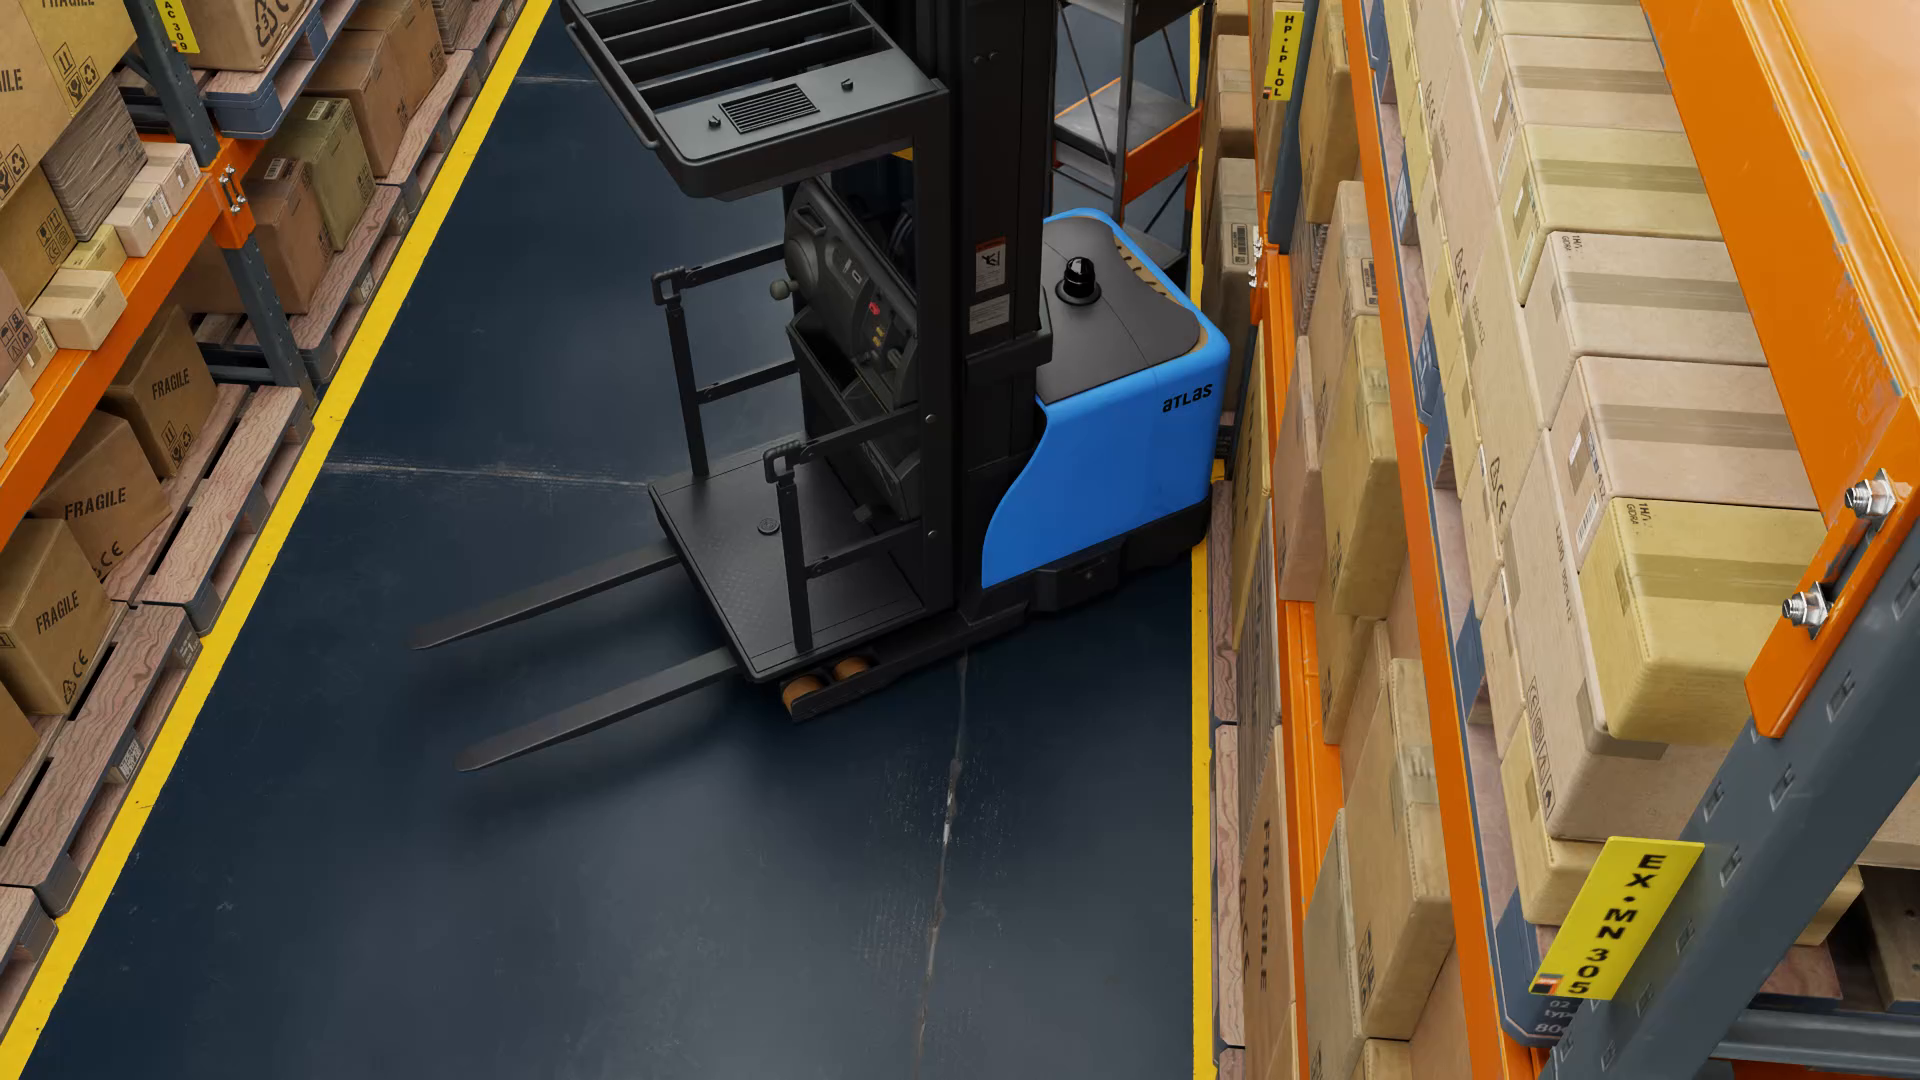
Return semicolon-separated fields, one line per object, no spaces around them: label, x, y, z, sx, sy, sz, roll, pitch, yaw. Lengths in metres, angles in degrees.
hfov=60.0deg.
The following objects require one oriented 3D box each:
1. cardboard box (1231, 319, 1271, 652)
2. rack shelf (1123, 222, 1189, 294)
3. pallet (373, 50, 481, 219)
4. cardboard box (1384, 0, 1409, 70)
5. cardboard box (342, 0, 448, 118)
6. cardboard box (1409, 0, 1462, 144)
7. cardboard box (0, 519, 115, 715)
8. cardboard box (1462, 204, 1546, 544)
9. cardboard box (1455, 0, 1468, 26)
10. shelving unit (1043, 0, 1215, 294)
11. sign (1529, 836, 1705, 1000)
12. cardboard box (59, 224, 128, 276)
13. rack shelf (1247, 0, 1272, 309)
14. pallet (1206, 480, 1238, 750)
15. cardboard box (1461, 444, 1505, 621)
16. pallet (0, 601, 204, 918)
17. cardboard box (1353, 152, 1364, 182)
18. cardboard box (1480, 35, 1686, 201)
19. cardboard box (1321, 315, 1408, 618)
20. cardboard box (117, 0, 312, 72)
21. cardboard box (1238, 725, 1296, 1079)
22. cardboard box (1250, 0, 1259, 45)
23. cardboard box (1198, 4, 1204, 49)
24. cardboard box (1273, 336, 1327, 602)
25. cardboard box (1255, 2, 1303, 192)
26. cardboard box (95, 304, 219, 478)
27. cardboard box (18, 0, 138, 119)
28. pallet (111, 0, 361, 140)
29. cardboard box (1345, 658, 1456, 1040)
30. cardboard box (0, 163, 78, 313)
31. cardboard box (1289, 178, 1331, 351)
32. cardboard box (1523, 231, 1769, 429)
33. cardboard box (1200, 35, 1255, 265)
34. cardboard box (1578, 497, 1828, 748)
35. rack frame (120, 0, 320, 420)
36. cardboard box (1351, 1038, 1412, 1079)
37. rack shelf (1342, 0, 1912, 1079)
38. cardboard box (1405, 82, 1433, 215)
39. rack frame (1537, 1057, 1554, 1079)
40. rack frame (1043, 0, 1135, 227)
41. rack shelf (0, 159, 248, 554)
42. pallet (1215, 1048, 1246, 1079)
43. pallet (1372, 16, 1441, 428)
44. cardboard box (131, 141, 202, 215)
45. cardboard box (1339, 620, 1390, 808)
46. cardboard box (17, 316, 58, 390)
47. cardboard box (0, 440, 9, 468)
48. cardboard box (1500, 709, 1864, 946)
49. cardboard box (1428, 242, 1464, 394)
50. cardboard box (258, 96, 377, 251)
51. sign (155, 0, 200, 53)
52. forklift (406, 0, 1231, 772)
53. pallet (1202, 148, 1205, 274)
cardboard box;1.479;-0.163;6.048;0.875;0.875;0.875;5;48;4
rack shelf;0.669;-1.045;7.263;0.431;0.518;0.480;34;55;29
pallet;-3.146;-2.134;8.584;1.003;0.211;1.213;4;48;4
cardboard box;1.120;-1.118;3.551;0.380;0.149;0.250;4;48;4
cardboard box;-3.083;-2.529;8.452;0.700;0.500;0.500;7;48;7
cardboard box;1.147;-0.979;3.154;0.500;0.250;0.500;4;48;4
cardboard box;-3.423;0.272;5.903;0.500;0.500;0.500;0;48;0
cardboard box;1.054;-0.240;2.478;0.500;0.250;0.500;4;48;4
cardboard box;1.073;-1.020;2.921;0.380;0.149;0.250;4;48;4
shelving unit;0.657;-1.541;6.750;0.431;2.100;0.503;34;55;29
sign;0.703;0.412;1.787;0.100;0.325;0.005;4;48;4
cardboard box;-3.166;-0.978;5.808;0.380;0.149;0.250;4;48;4
rack shelf;1.788;-2.423;7.447;1.077;0.370;4.000;4;48;4
pallet;1.459;0.299;6.360;1.003;0.211;1.213;4;48;4
cardboard box;0.981;-0.001;2.529;0.380;0.149;0.250;5;48;4
pallet;-3.459;0.732;5.963;1.003;0.211;1.213;4;48;4
cardboard box;1.604;-0.930;4.760;0.875;0.550;0.550;4;48;4
cardboard box;1.028;-0.645;2.577;0.380;0.149;0.250;4;48;4
cardboard box;1.377;-0.153;4.049;0.875;0.550;0.500;4;48;4
cardboard box;-3.112;-2.522;6.359;1.000;1.000;1.000;4;48;4
cardboard box;1.316;1.169;4.829;0.875;0.875;0.875;3;48;3
cardboard box;1.480;-2.374;6.846;0.500;0.500;0.500;4;48;4
cardboard box;1.826;-3.076;8.797;1.050;0.750;0.750;3;48;3
cardboard box;1.390;-0.180;4.806;0.875;0.550;0.550;4;48;4
cardboard box;1.387;-1.631;6.167;0.500;0.500;0.500;4;48;3
cardboard box;-3.400;-0.611;6.711;0.500;0.500;0.500;3;48;2
cardboard box;-3.091;-1.726;5.375;0.500;0.500;0.500;4;48;4
pallet;-3.109;-2.091;6.785;1.003;0.211;1.213;4;48;4
cardboard box;1.272;0.648;3.317;0.875;0.550;0.550;4;48;4
cardboard box;-3.507;-1.046;5.431;0.875;0.500;0.500;4;48;4
cardboard box;1.584;-0.975;5.533;0.875;0.550;0.550;4;48;4
cardboard box;0.982;-0.271;2.236;0.380;0.149;0.250;5;48;4
cardboard box;1.665;-1.749;7.583;1.050;0.750;0.750;4;48;4
cardboard box;0.934;0.101;1.896;0.380;0.149;0.250;4;48;4
rack frame;-3.324;-1.604;6.210;1.000;3.000;0.127;4;48;4
cardboard box;1.230;1.417;3.345;0.875;0.550;0.550;4;48;4
rack shelf;1.424;-0.544;3.599;0.831;0.071;3.687;4;48;4
cardboard box;1.074;-0.747;3.212;0.380;0.149;0.250;4;48;4
rack frame;1.242;1.743;3.149;1.000;3.000;0.127;4;48;4
rack frame;0.489;-1.412;6.630;0.400;2.100;0.015;34;55;29
rack shelf;-3.506;0.109;5.131;1.077;0.370;4.000;4;48;4
pallet;1.237;2.092;4.720;1.003;0.211;1.213;4;48;4
pallet;1.407;-0.684;3.396;1.003;0.211;1.213;4;48;4
cardboard box;-3.051;-1.341;6.140;0.380;0.149;0.250;4;48;4
cardboard box;1.435;0.608;4.085;0.875;0.550;0.550;4;48;4
cardboard box;-3.232;-0.612;5.474;0.380;0.149;0.250;4;48;4
cardboard box;-3.202;-0.240;5.133;0.380;0.149;0.250;4;48;4
cardboard box;0.934;0.373;2.187;0.380;0.149;0.250;4;48;3
cardboard box;1.027;-0.375;2.871;0.380;0.149;0.250;3;48;3
cardboard box;-3.184;-1.708;7.701;0.700;0.500;0.500;4;48;3
sign;-2.783;-1.865;5.862;0.100;0.325;0.005;4;48;4
forklift;-0.552;-0.775;5.499;3.031;2.935;1.130;-21;51;-18
pallet;1.710;-1.726;8.211;1.003;0.211;1.213;4;48;4
